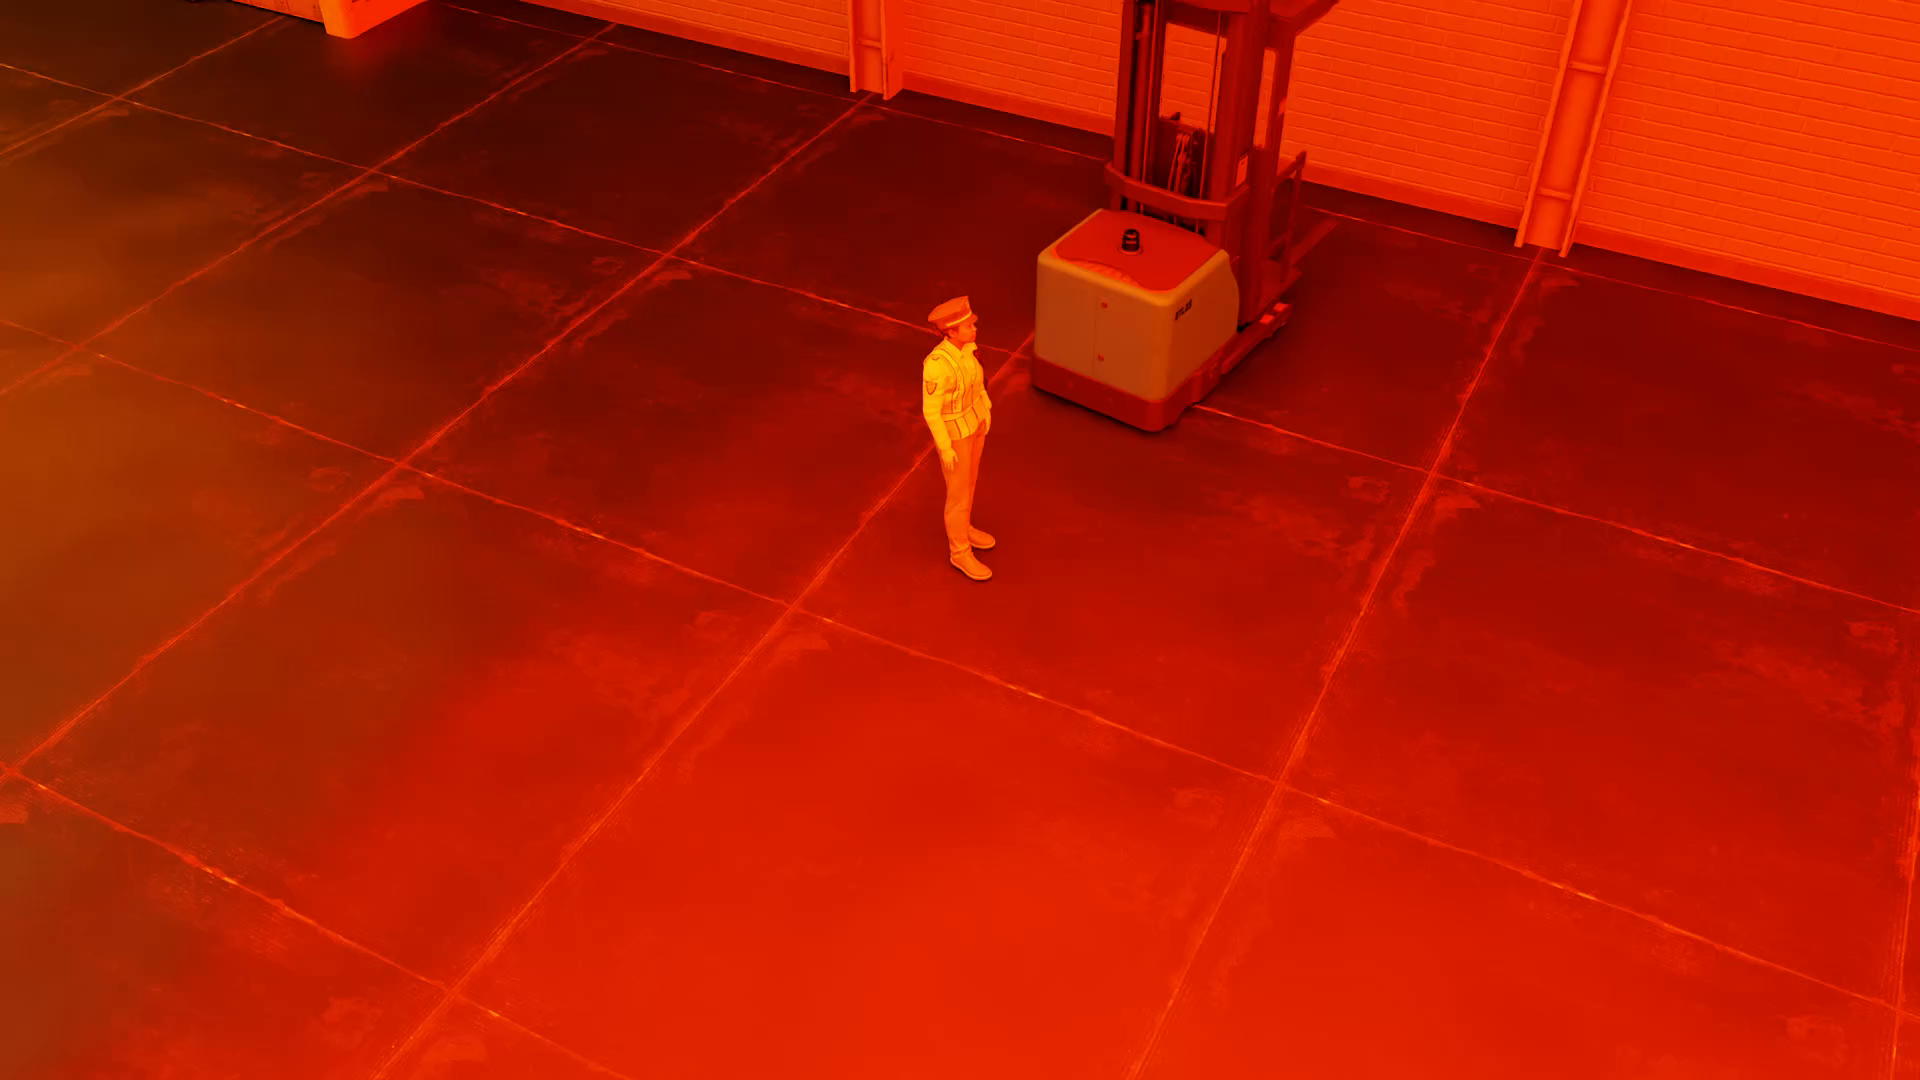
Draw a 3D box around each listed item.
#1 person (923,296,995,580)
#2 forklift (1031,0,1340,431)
[{"bbox_3d":[0.057,-0.629,9.682,0.531,1.694,0.586,18,43,21],"label":"person"},{"bbox_3d":[1.757,-2.745,11.246,1.130,2.935,3.031,25,46,27],"label":"forklift"}]
